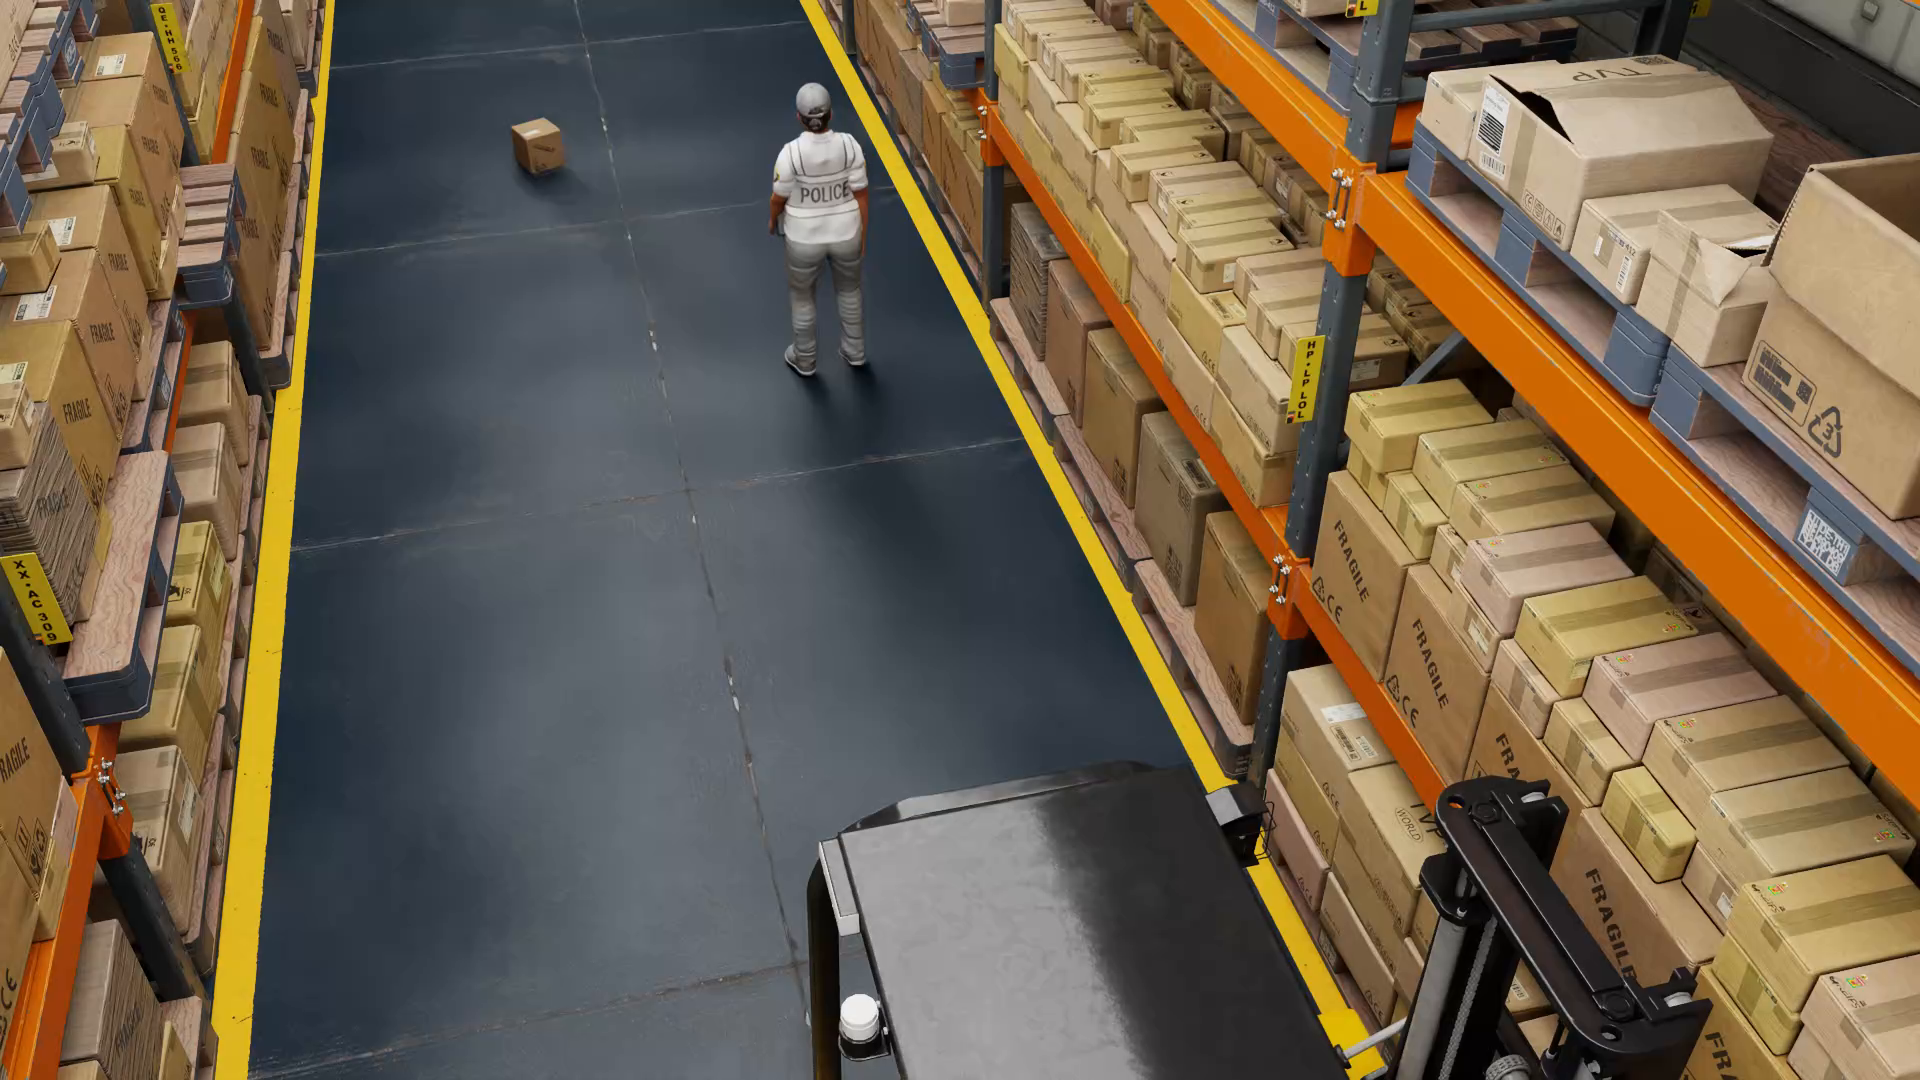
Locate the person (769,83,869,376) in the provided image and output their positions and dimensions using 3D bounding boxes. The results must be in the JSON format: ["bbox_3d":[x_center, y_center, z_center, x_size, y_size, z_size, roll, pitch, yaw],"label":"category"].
[{"bbox_3d":[-0.741,-1.600,8.721,0.495,1.691,0.466,-14,40,-17],"label":"person"}]
